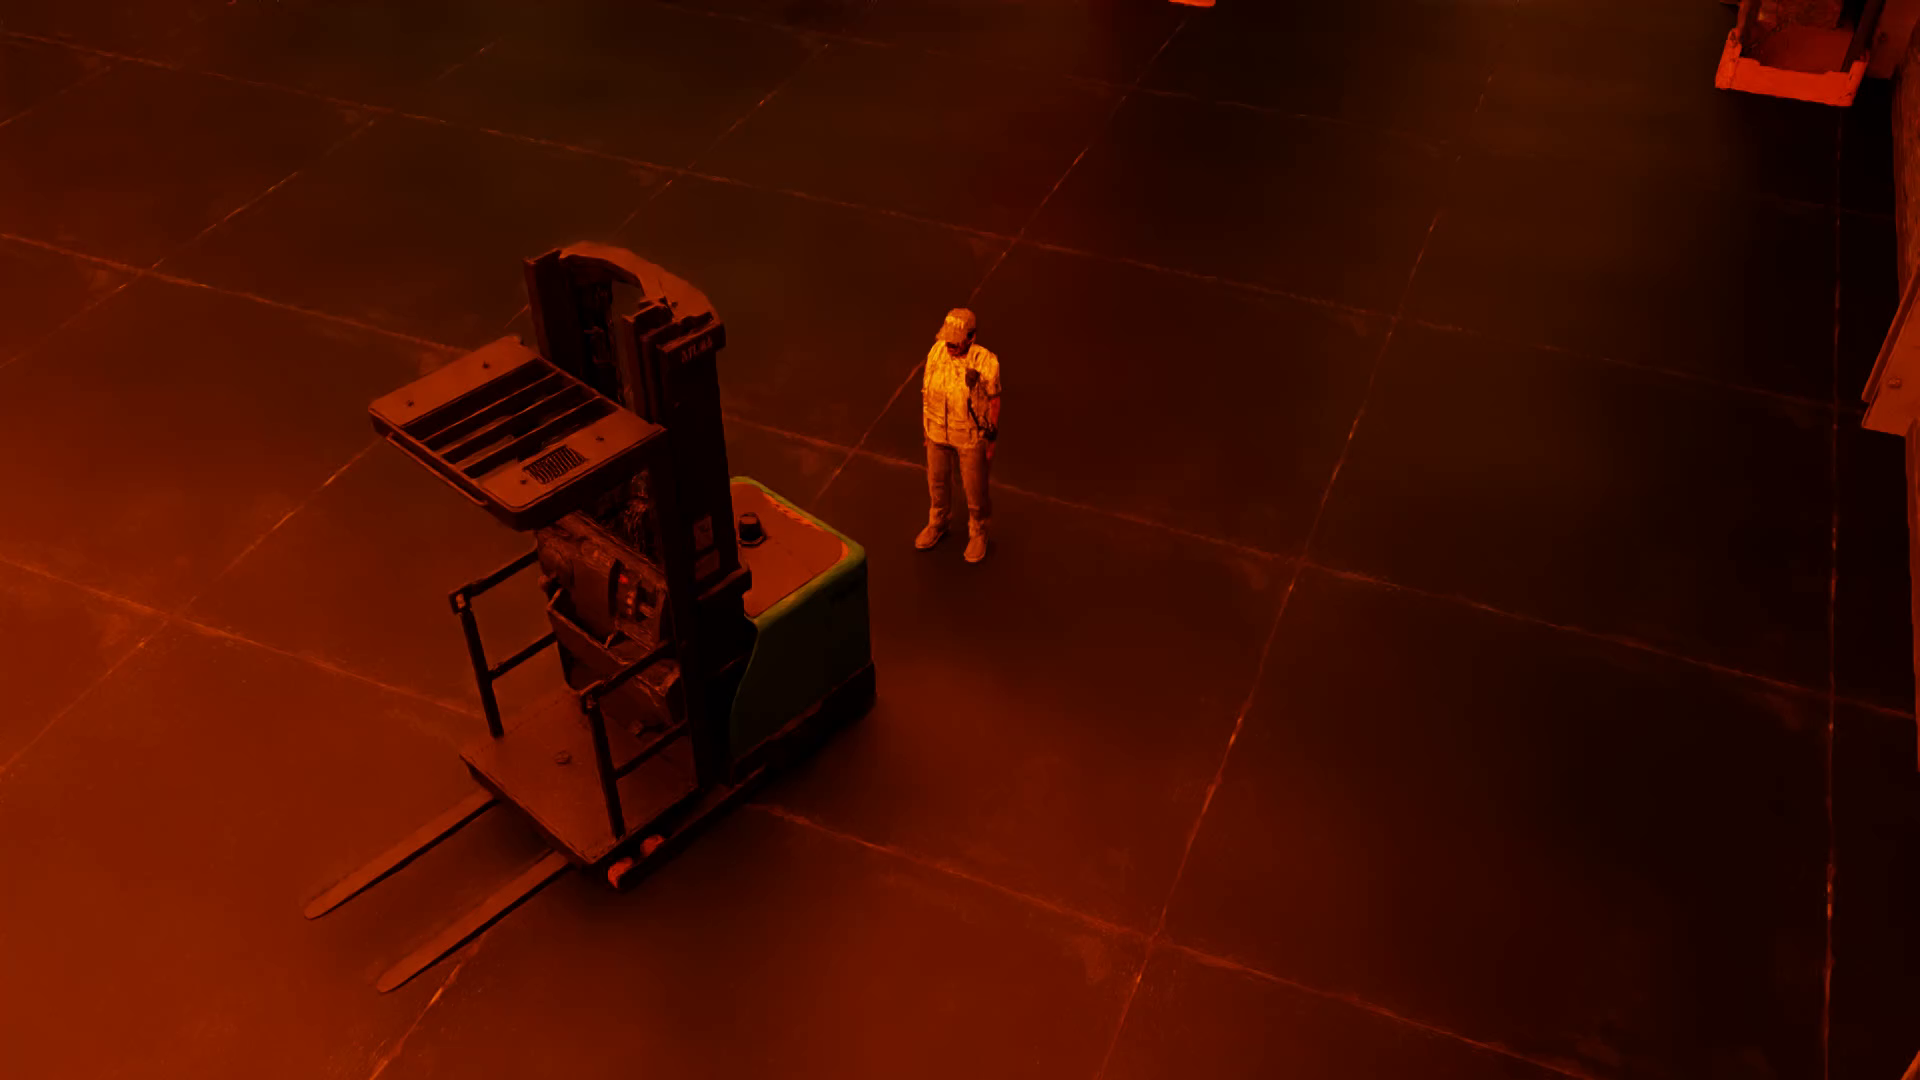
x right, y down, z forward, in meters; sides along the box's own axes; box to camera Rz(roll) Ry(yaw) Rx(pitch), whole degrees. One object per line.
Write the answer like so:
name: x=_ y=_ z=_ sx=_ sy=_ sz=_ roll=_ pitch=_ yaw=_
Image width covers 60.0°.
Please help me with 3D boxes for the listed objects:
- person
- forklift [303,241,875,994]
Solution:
person: x=-0.012 y=-0.628 z=9.747 sx=0.482 sy=1.669 sz=0.390 roll=15 pitch=42 yaw=17
forklift: x=-1.834 y=0.233 z=7.728 sx=1.130 sy=2.935 sz=3.031 roll=30 pitch=49 yaw=31
